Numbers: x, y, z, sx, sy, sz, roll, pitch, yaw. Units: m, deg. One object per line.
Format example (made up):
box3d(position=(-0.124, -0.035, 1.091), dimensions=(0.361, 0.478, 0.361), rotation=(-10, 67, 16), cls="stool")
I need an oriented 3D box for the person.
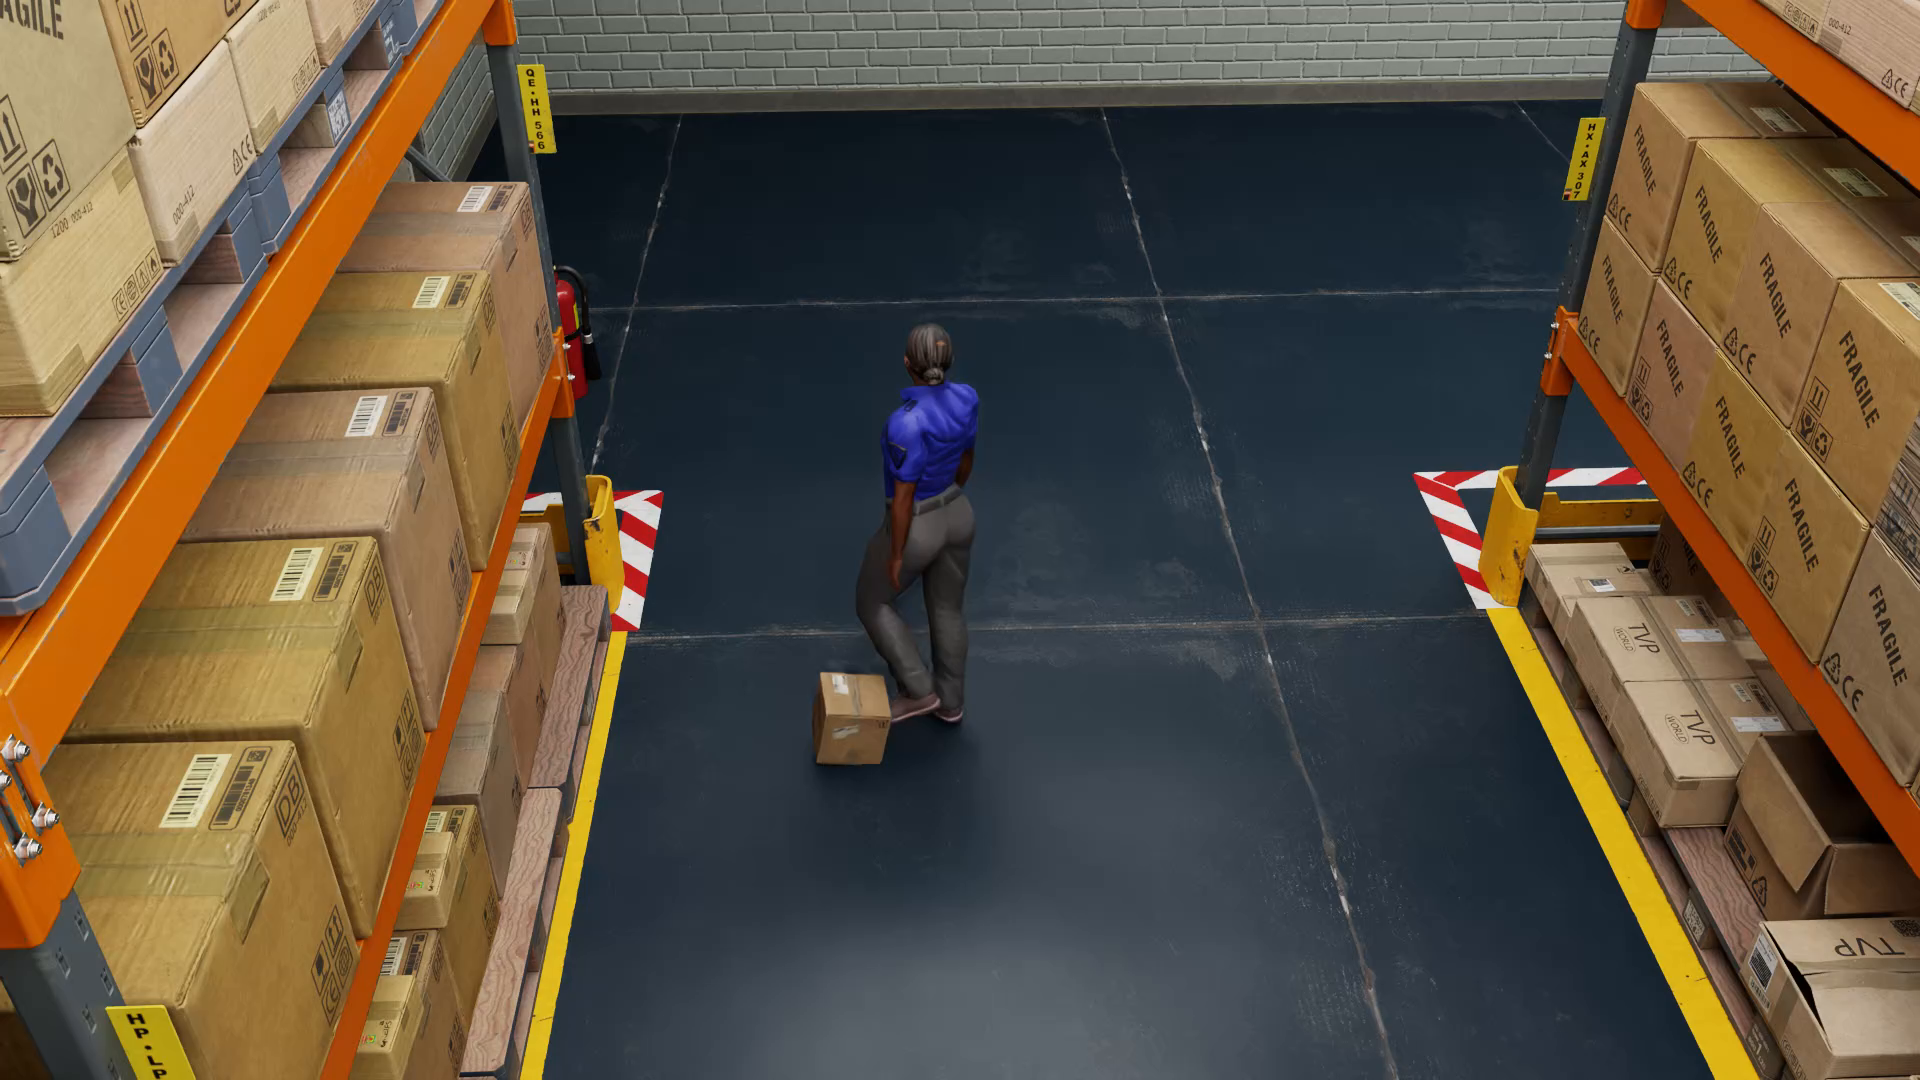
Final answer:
box3d(position=(-0.151, -0.034, 6.174), dimensions=(0.418, 1.646, 0.572), rotation=(29, 45, 35), cls="person")
